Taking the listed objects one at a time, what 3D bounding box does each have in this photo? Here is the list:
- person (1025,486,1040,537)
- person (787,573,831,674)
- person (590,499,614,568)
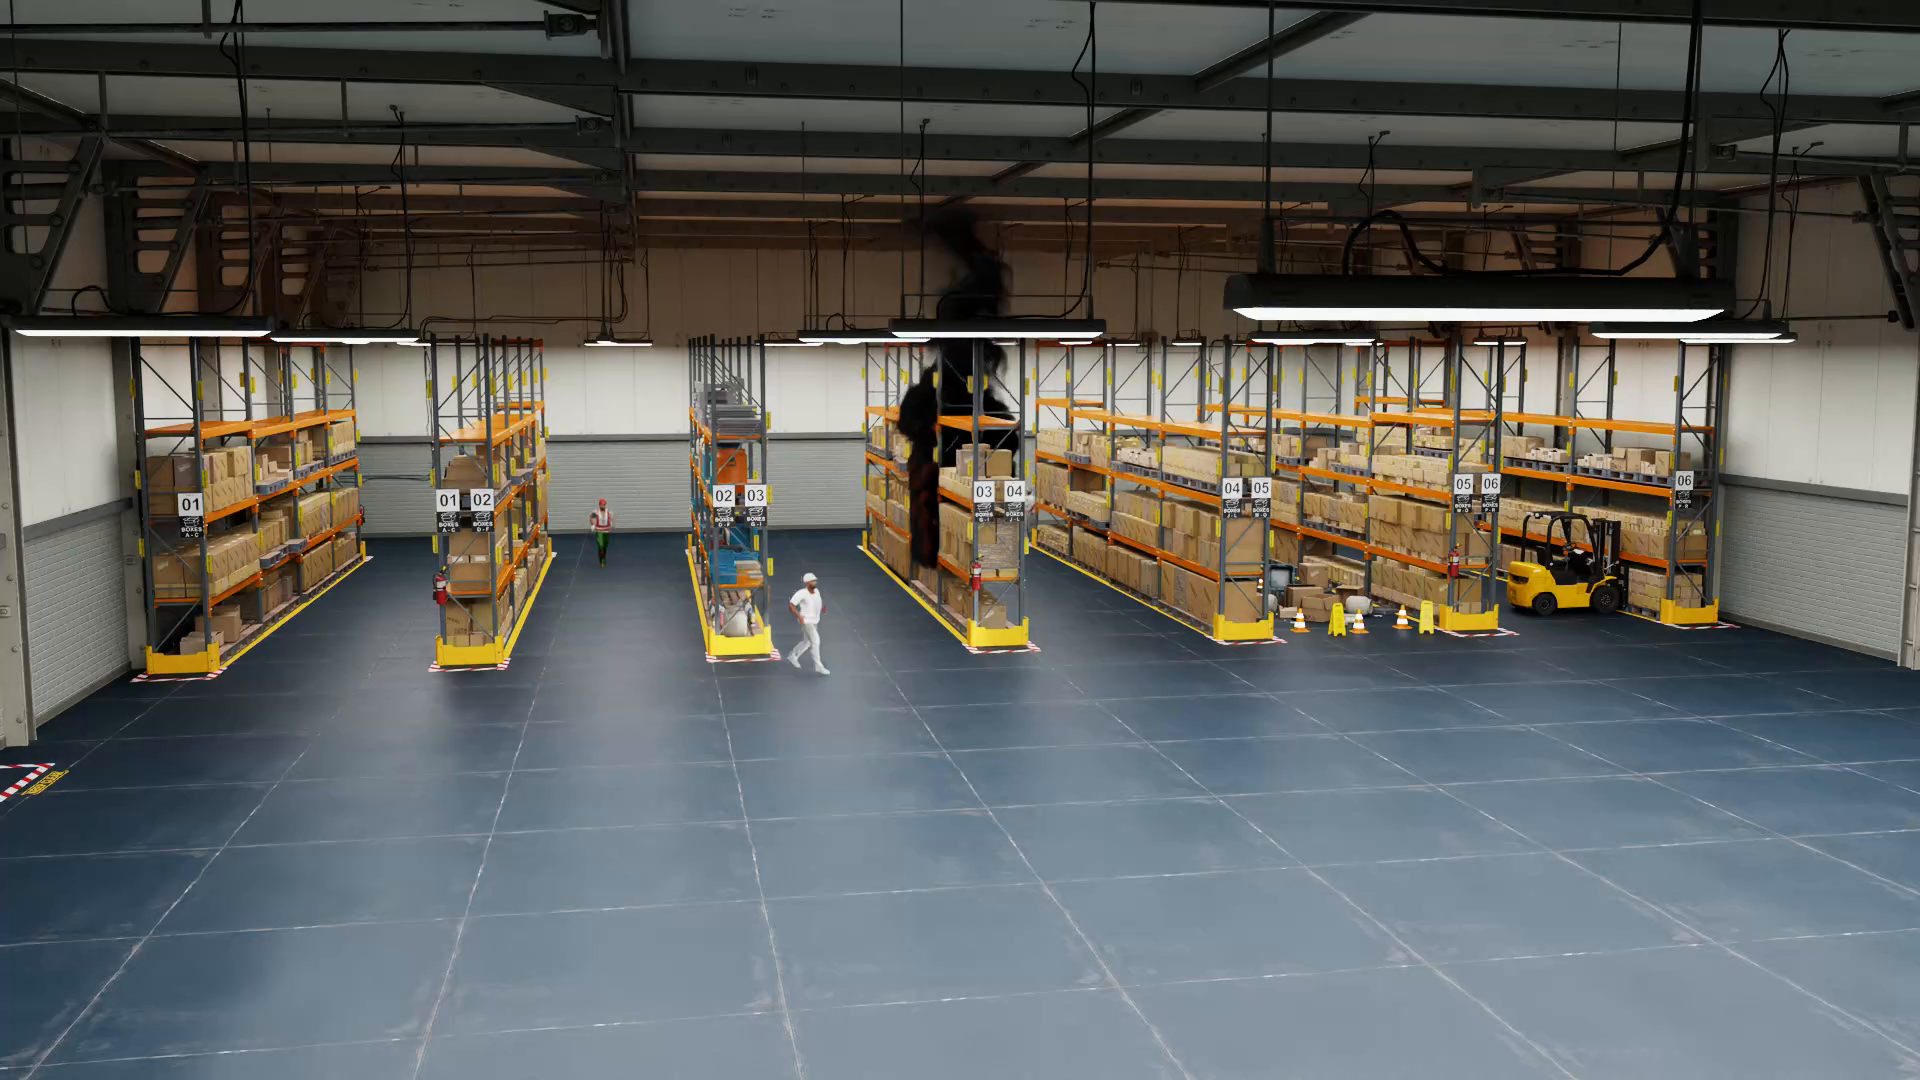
[{"bbox_3d":[2.048,-0.781,49.593,0.674,1.653,0.615,-4,8,-31],"label":"person"},{"bbox_3d":[-2.672,1.454,29.372,0.926,1.762,0.692,3,7,26],"label":"person"},{"bbox_3d":[-9.433,-0.180,43.950,0.580,1.833,0.888,-3,7,-27],"label":"person"}]
